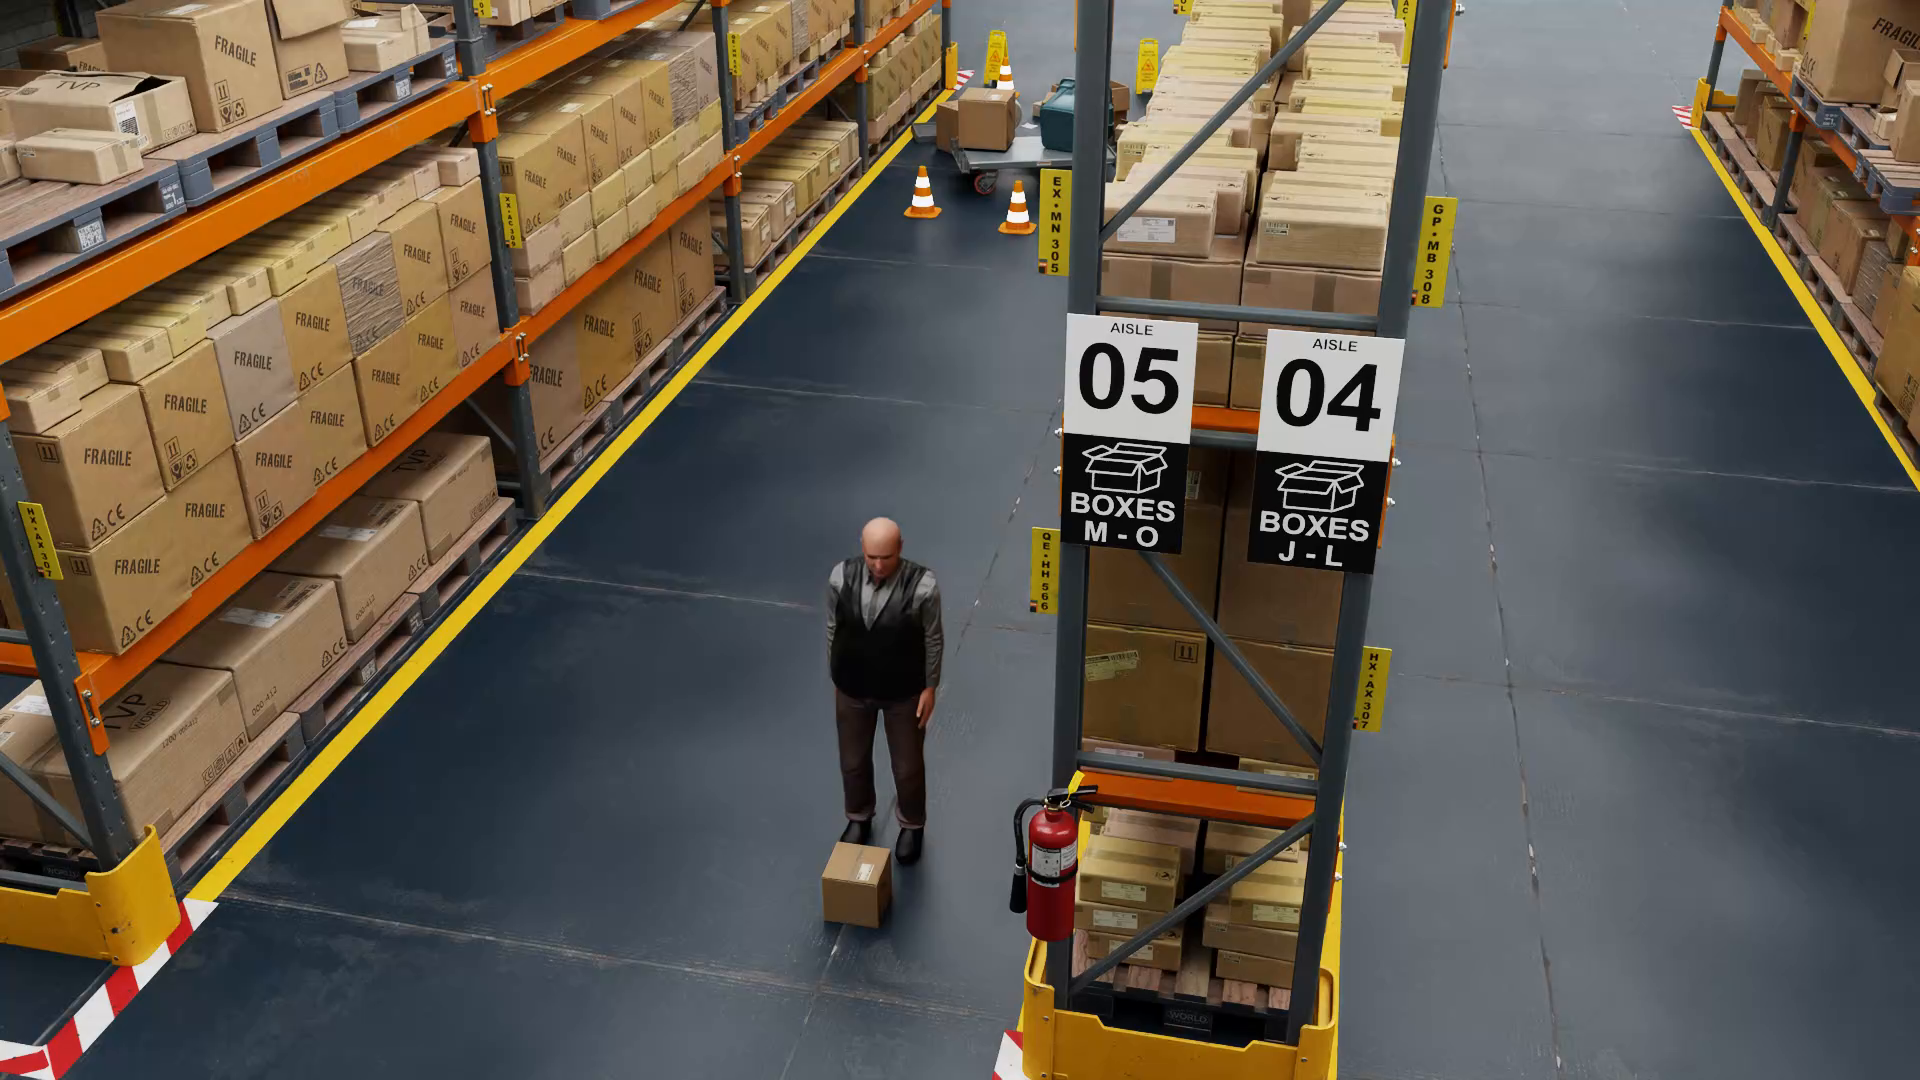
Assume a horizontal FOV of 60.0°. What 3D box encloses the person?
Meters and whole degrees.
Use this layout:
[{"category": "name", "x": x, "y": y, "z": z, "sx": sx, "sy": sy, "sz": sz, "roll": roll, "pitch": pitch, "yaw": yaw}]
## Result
[{"category": "person", "x": -0.332, "y": 0.663, "z": 7.447, "sx": 0.535, "sy": 1.712, "sz": 0.352, "roll": 6, "pitch": 29, "yaw": 11}]
